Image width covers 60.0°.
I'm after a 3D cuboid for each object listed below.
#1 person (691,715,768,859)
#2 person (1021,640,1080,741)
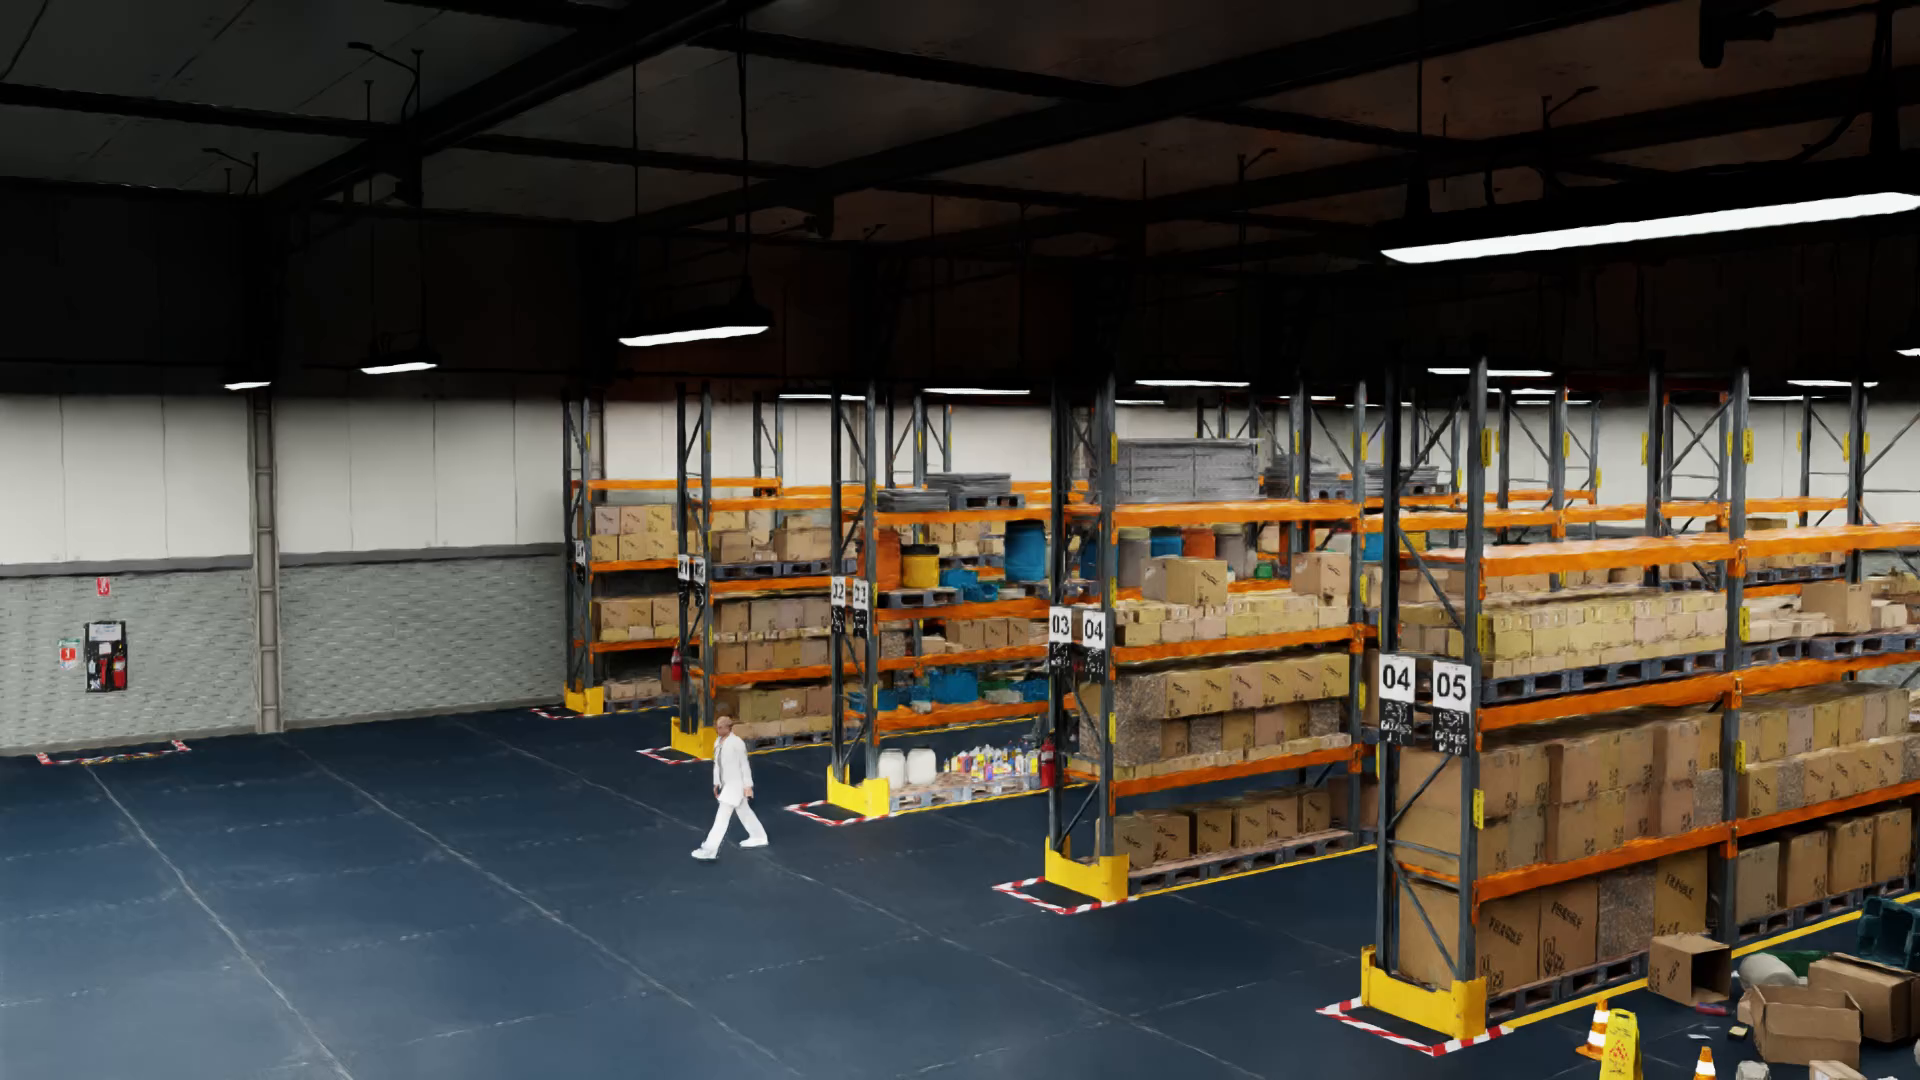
[{"bbox_3d":[-2.848,2.984,20.353,1.187,1.694,0.601,-3,5,-37],"label":"person"},{"bbox_3d":[1.556,2.517,27.760,1.031,1.715,0.539,-2,4,-26],"label":"person"}]
